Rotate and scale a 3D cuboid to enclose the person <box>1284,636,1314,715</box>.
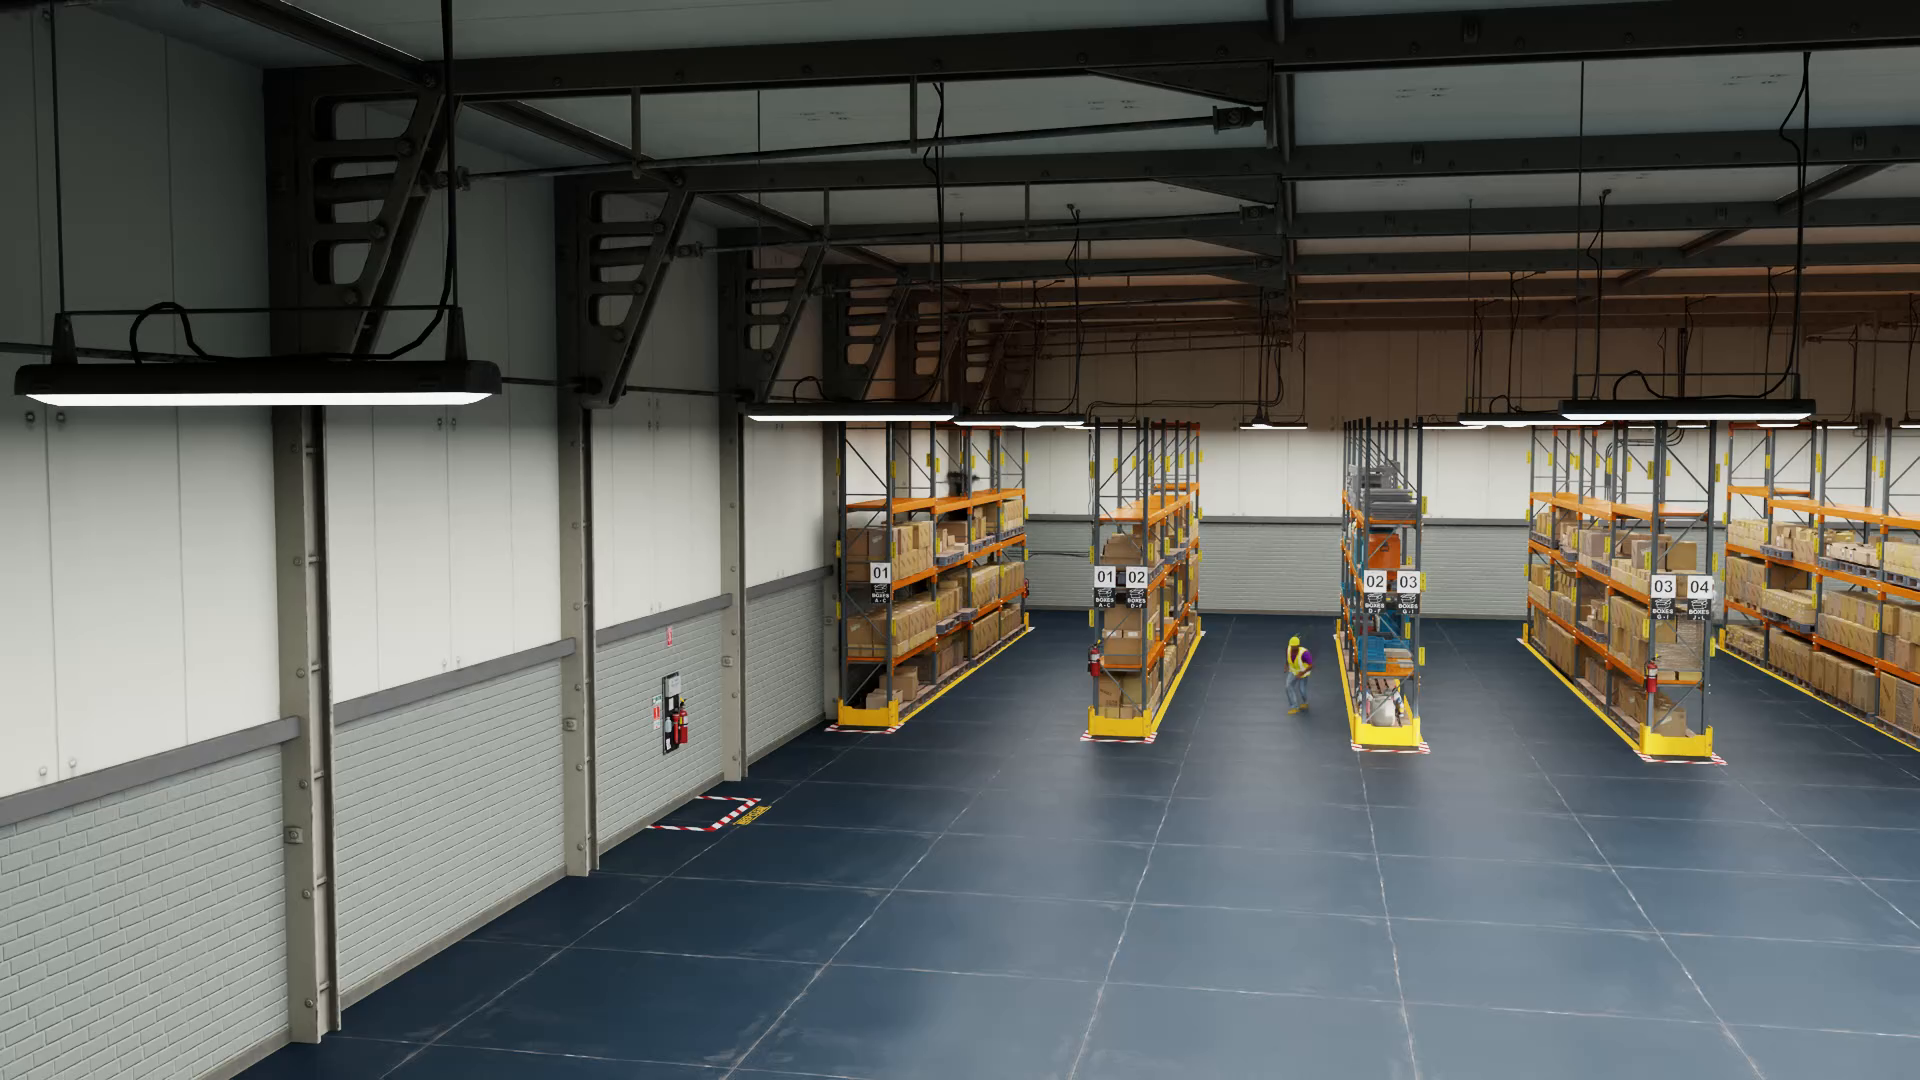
[{"bbox_3d":[6.905,2.711,33.729,0.714,1.591,1.105,2,4,33],"label":"person"}]

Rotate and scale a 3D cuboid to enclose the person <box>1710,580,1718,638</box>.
[{"bbox_3d":[20.306,1.947,45.025,0.694,1.829,0.666,-2,4,-22],"label":"person"}]
